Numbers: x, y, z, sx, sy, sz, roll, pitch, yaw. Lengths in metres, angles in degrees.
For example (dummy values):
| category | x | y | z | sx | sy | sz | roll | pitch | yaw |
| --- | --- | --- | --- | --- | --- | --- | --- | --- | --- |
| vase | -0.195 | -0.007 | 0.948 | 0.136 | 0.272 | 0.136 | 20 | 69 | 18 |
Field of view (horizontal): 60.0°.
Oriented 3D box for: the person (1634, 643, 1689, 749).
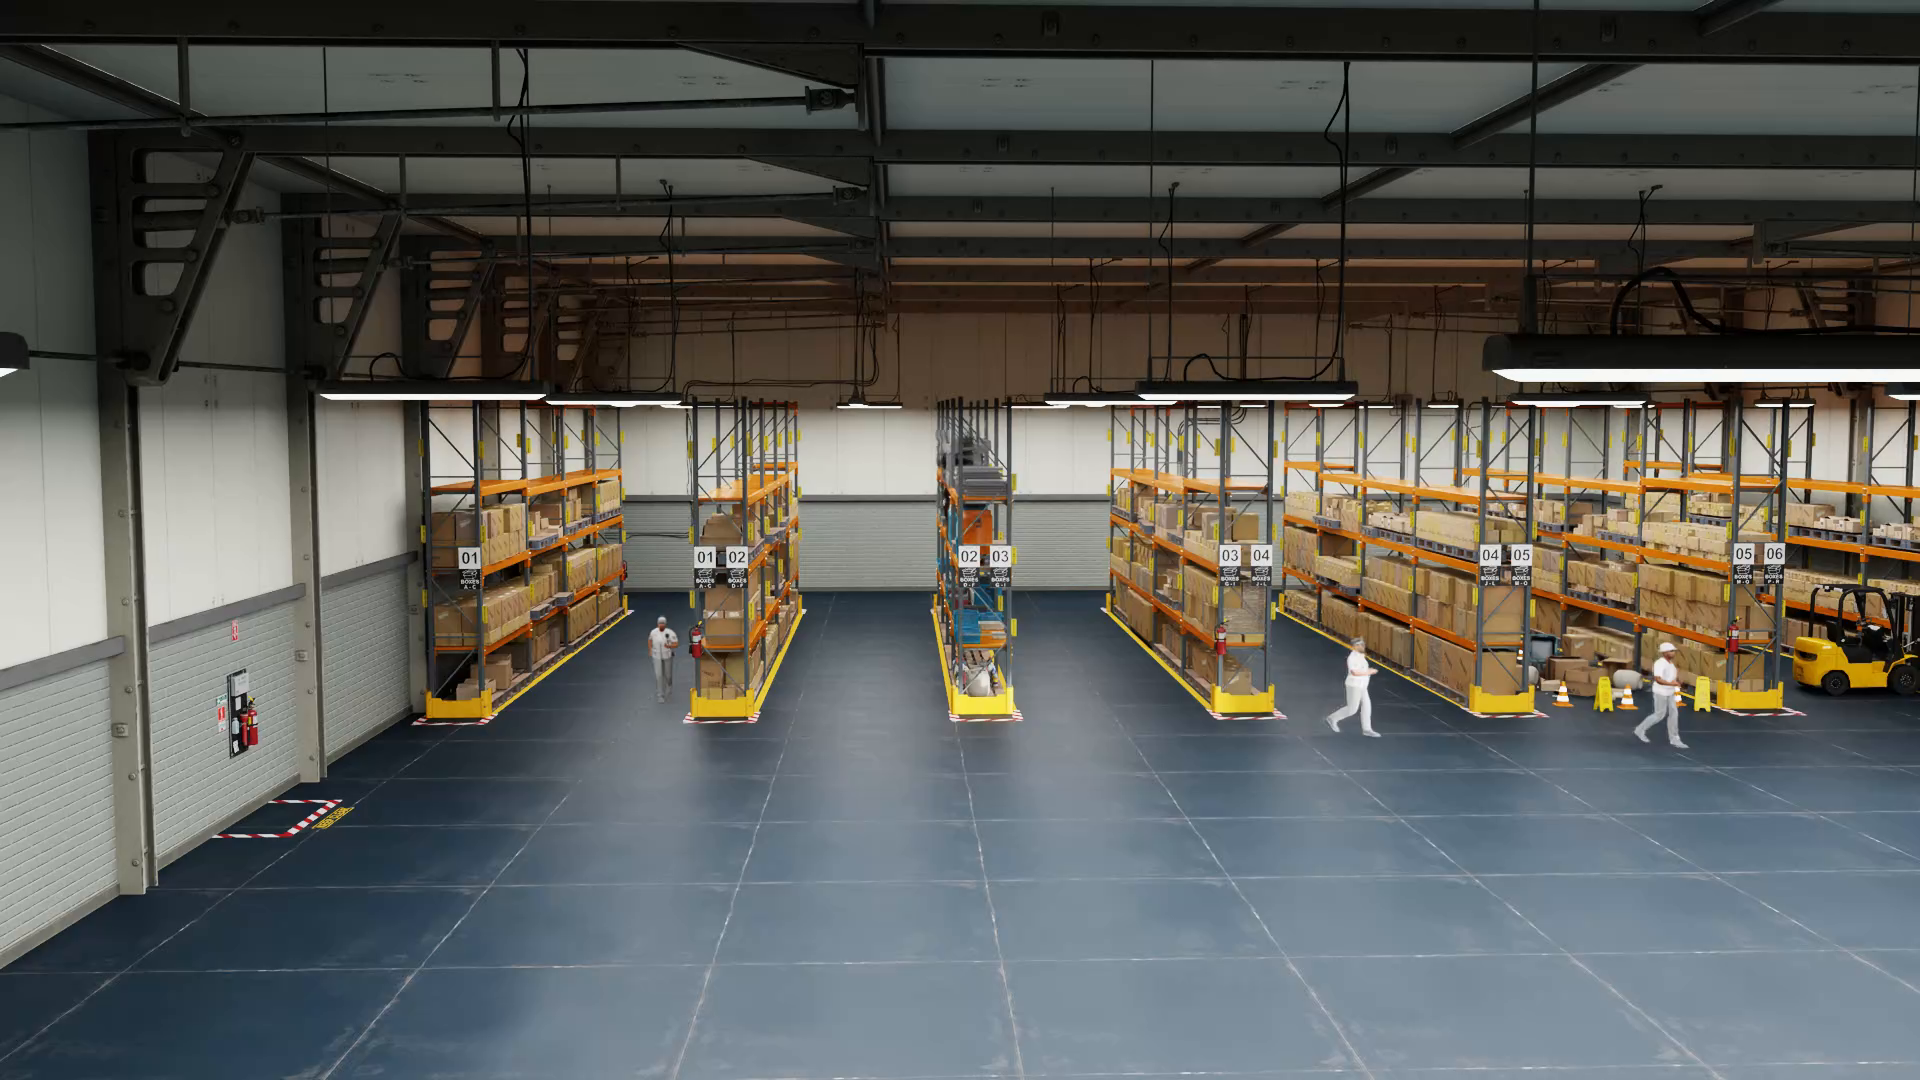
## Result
| category | x | y | z | sx | sy | sz | roll | pitch | yaw |
| --- | --- | --- | --- | --- | --- | --- | --- | --- | --- |
| person | 12.015 | 2.638 | 28.422 | 0.869 | 1.790 | 0.722 | 4 | 6 | 40 |

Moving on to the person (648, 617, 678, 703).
| category | x | y | z | sx | sy | sz | roll | pitch | yaw |
| --- | --- | --- | --- | --- | --- | --- | --- | --- | --- |
| person | -5.879 | 2.336 | 32.925 | 0.607 | 1.650 | 0.888 | 0 | 4 | -6 |

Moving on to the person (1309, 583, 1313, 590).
| category | x | y | z | sx | sy | sz | roll | pitch | yaw |
| --- | --- | --- | --- | --- | --- | --- | --- | --- | --- |
| person | 10.437 | 1.140 | 48.785 | 0.564 | 1.634 | 0.652 | 3 | 5 | 36 |

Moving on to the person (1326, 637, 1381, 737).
| category | x | y | z | sx | sy | sz | roll | pitch | yaw |
| --- | --- | --- | --- | --- | --- | --- | --- | --- | --- |
| person | 6.939 | 2.563 | 29.237 | 0.944 | 1.761 | 0.664 | 2 | 5 | 27 |
